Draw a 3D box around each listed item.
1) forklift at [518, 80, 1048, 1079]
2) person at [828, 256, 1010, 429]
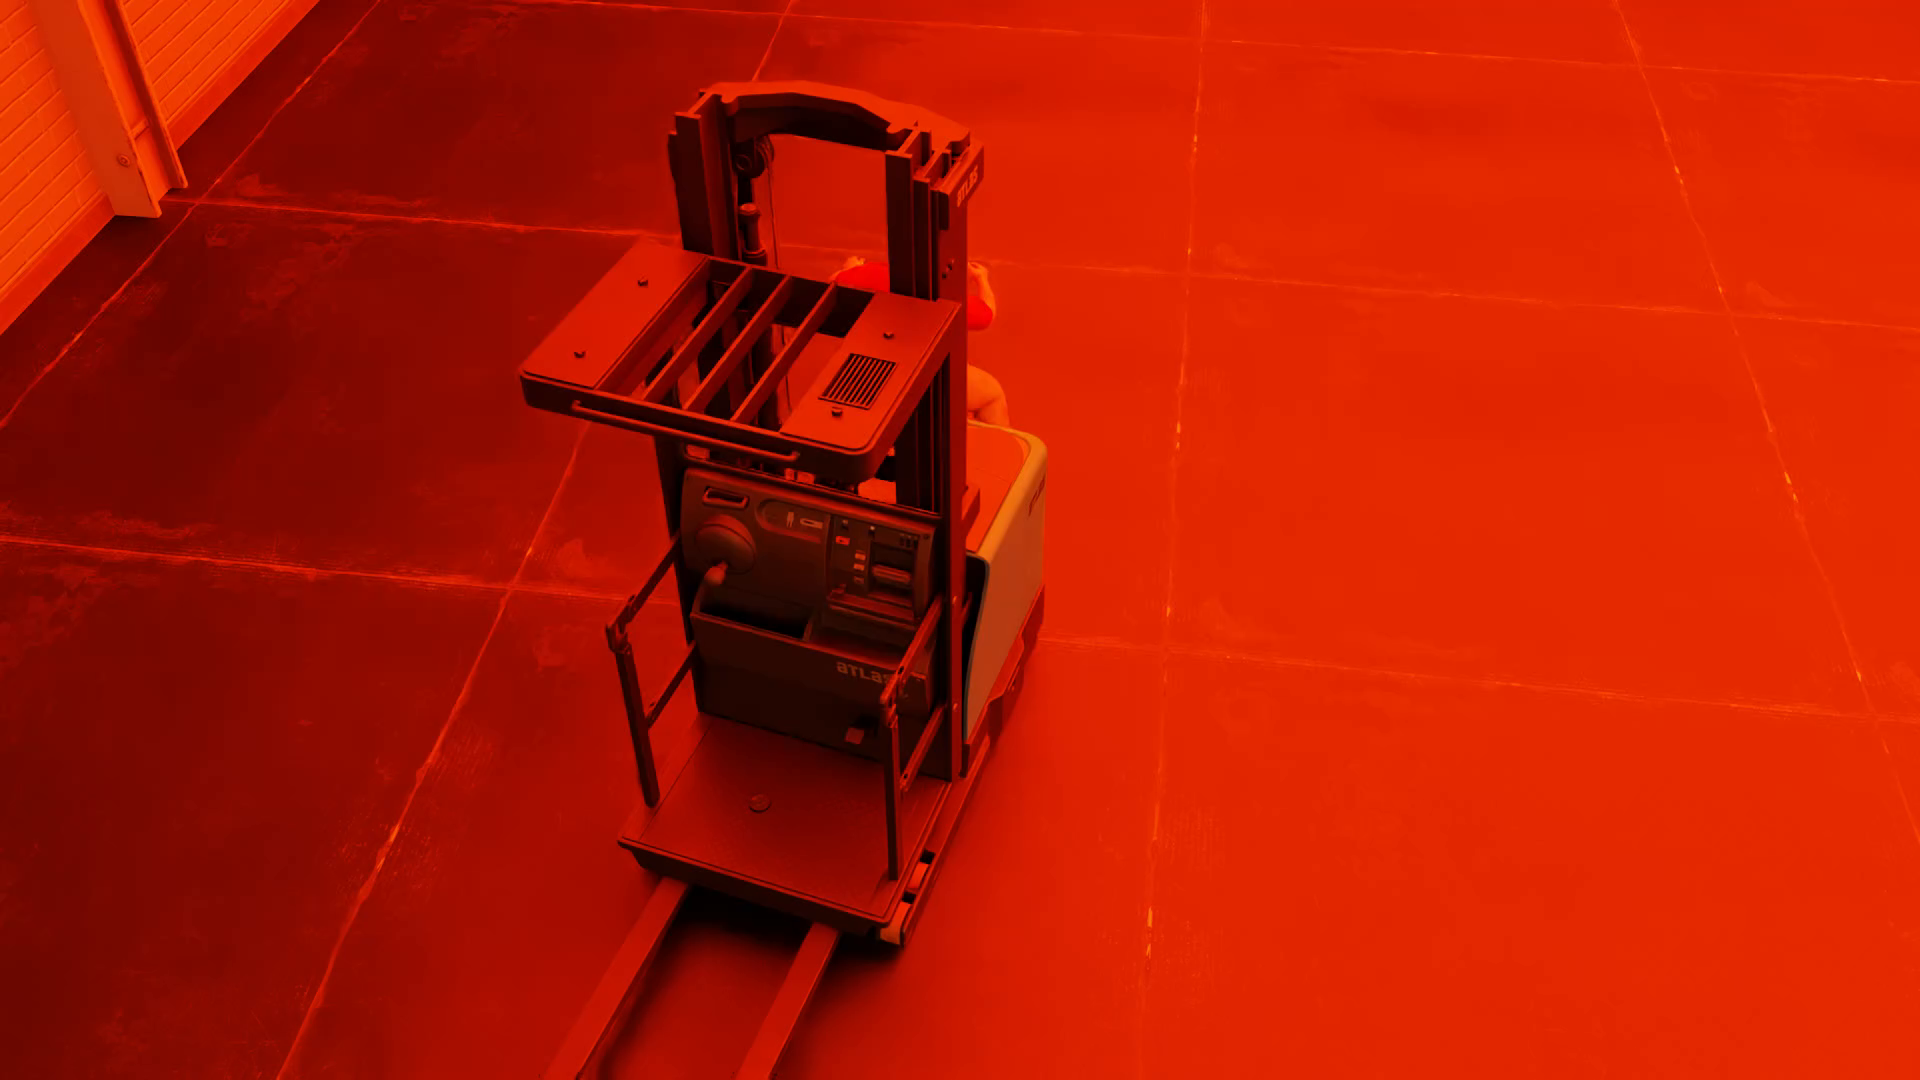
[{"bbox_3d":[-0.607,0.116,5.598,1.130,2.935,3.031,14,44,14],"label":"forklift"},{"bbox_3d":[-0.157,-0.927,7.785,0.950,1.522,0.742,14,44,14],"label":"person"}]
